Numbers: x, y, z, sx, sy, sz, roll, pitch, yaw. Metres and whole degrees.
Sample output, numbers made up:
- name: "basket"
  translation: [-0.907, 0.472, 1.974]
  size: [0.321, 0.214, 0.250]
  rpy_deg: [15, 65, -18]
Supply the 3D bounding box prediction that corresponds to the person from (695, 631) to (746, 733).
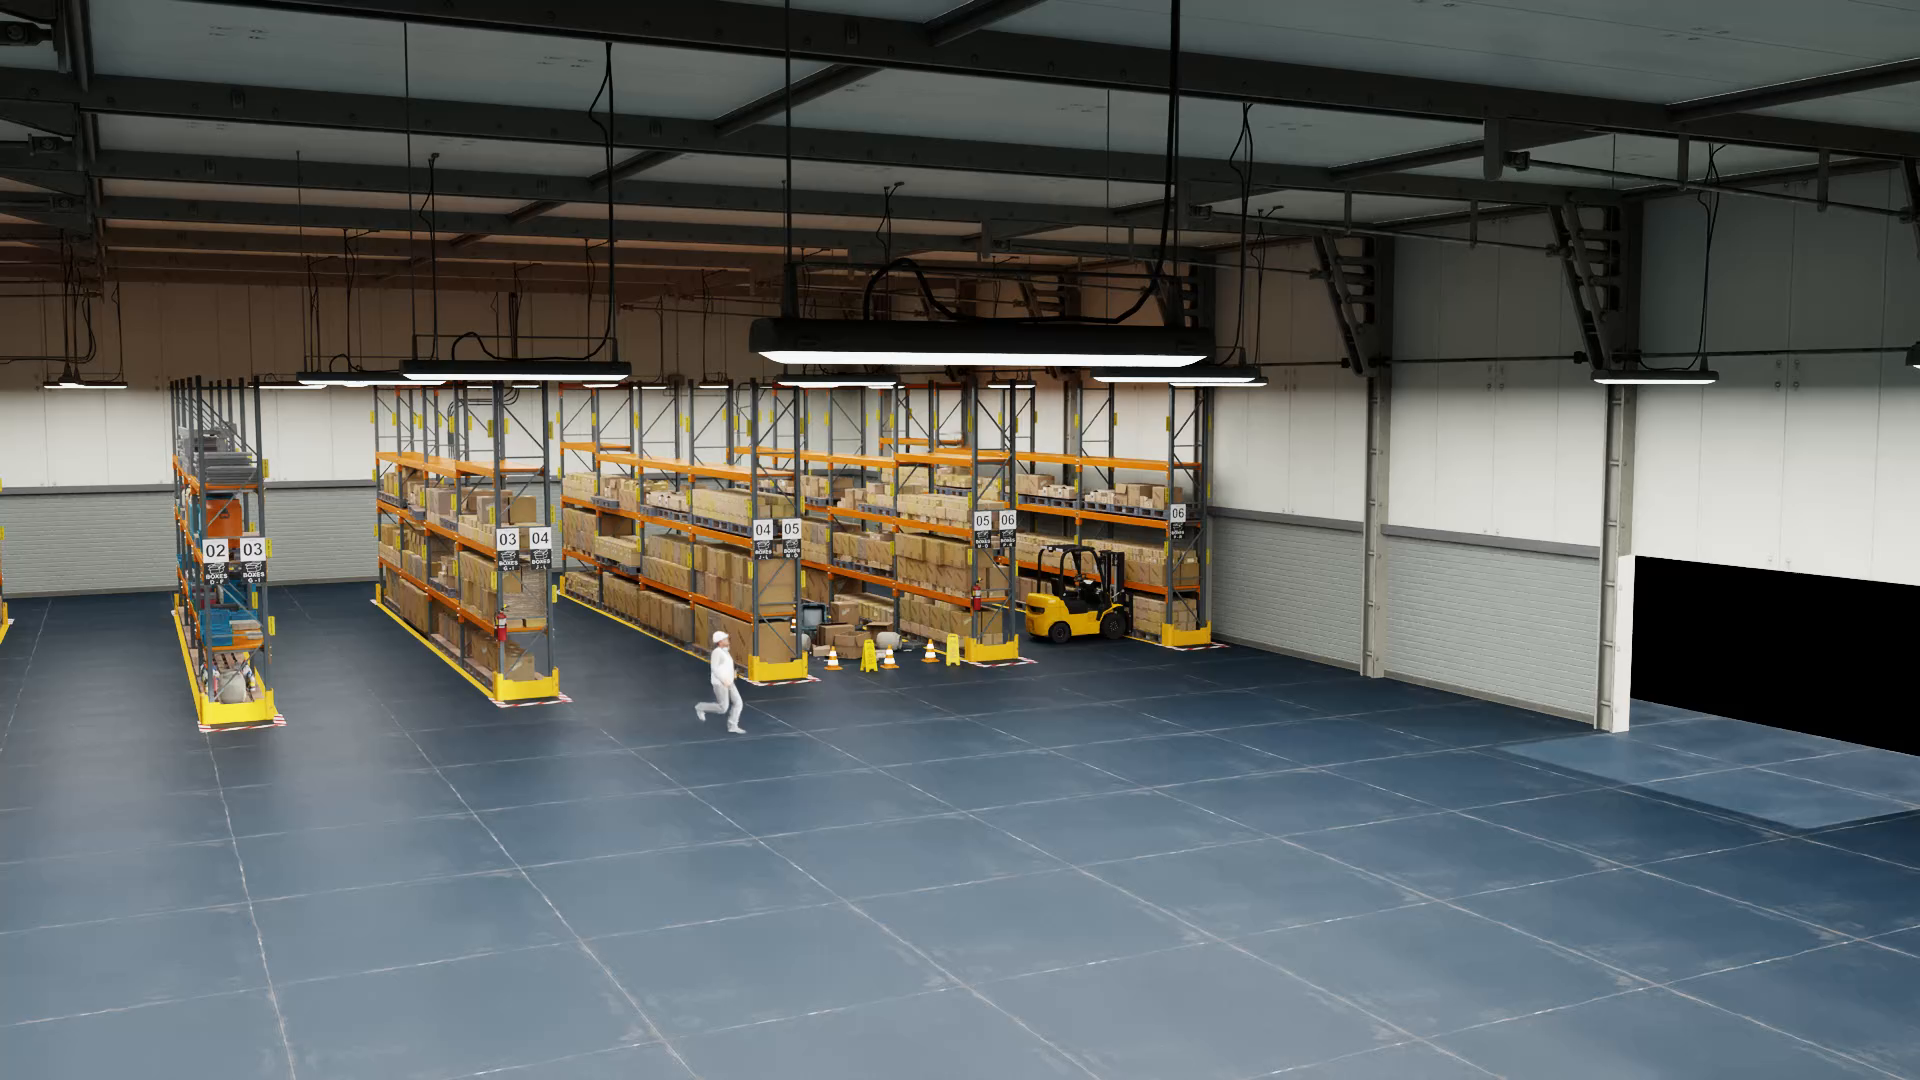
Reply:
- name: "person"
  translation: [-4.028, 2.395, 27.974]
  size: [0.837, 1.737, 0.657]
  rpy_deg: [1, 5, 11]
